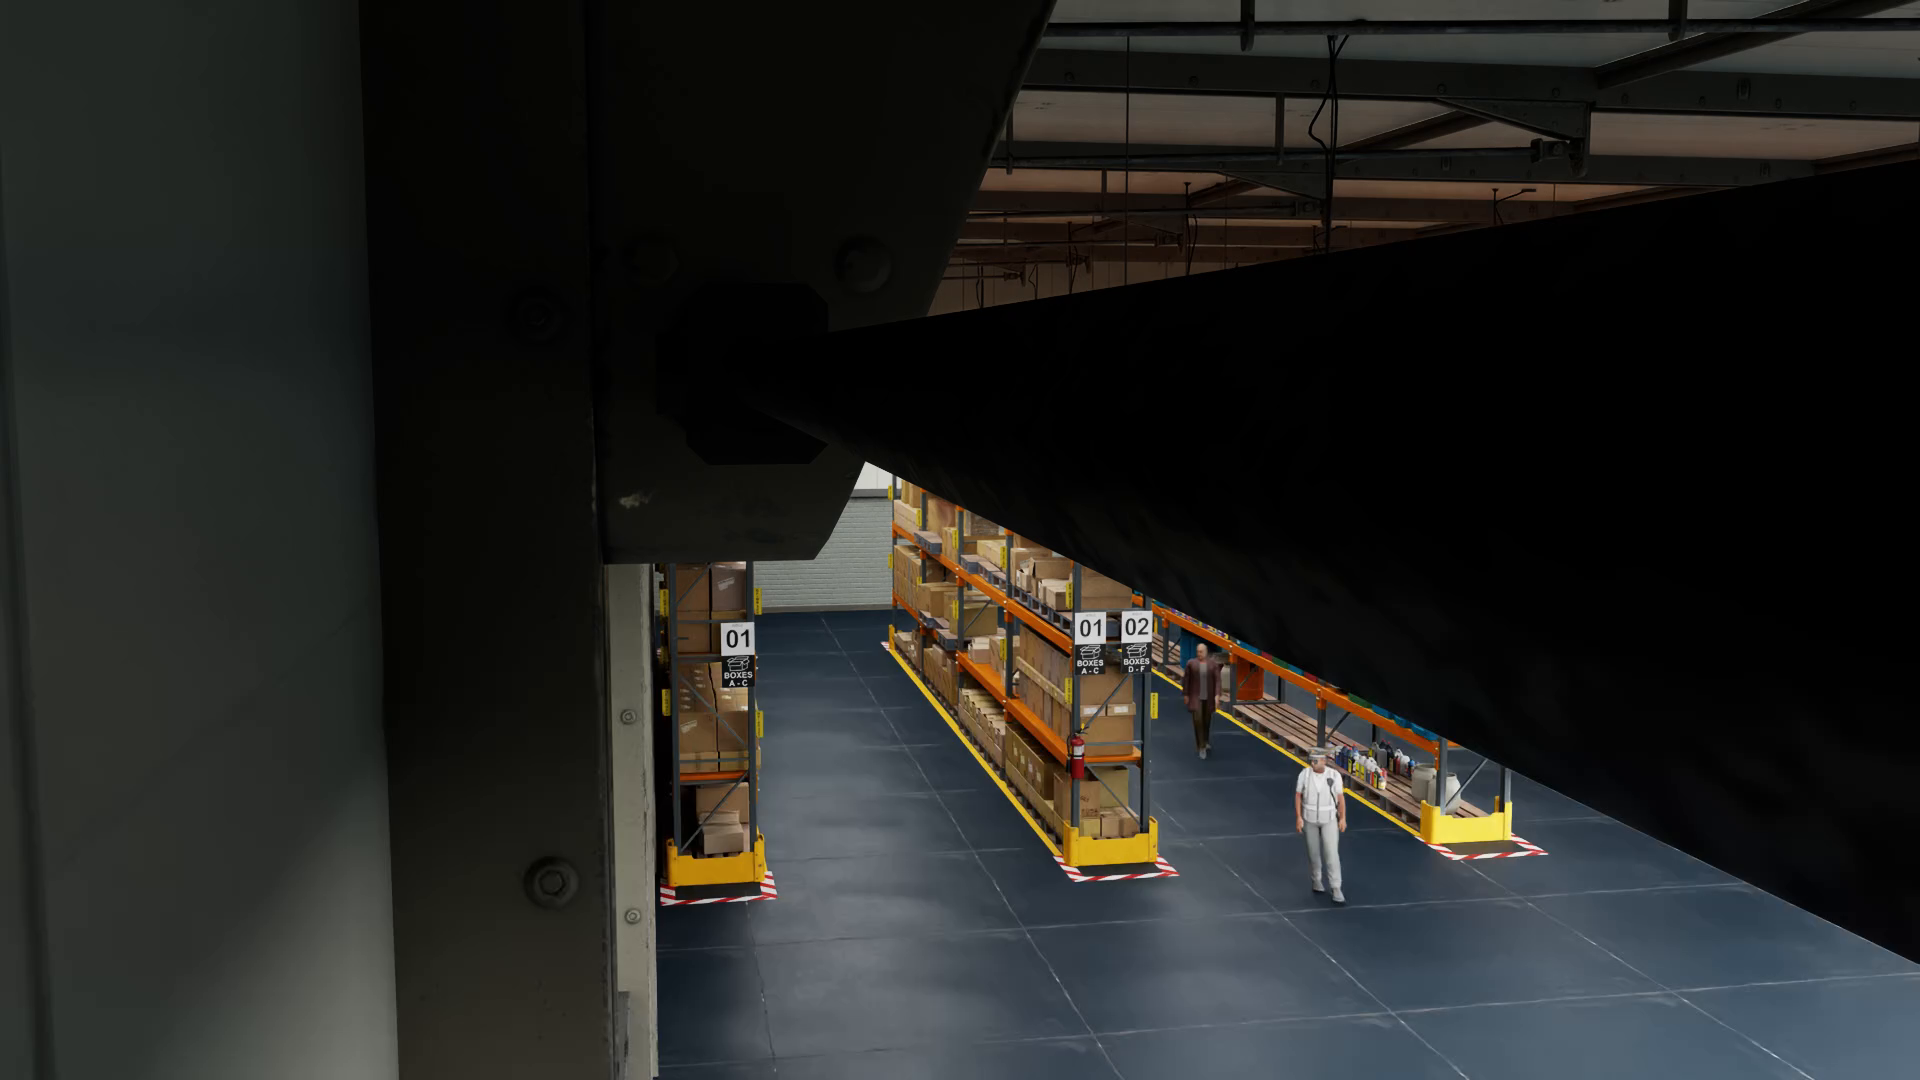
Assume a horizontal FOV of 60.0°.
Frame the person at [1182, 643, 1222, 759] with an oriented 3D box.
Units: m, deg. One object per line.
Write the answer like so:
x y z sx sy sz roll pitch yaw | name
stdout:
3.911 2.574 26.795 0.608 1.817 0.821 0 6 -1 | person

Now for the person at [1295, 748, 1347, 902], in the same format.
4.268 3.346 19.644 0.660 1.746 0.795 2 7 20 | person
